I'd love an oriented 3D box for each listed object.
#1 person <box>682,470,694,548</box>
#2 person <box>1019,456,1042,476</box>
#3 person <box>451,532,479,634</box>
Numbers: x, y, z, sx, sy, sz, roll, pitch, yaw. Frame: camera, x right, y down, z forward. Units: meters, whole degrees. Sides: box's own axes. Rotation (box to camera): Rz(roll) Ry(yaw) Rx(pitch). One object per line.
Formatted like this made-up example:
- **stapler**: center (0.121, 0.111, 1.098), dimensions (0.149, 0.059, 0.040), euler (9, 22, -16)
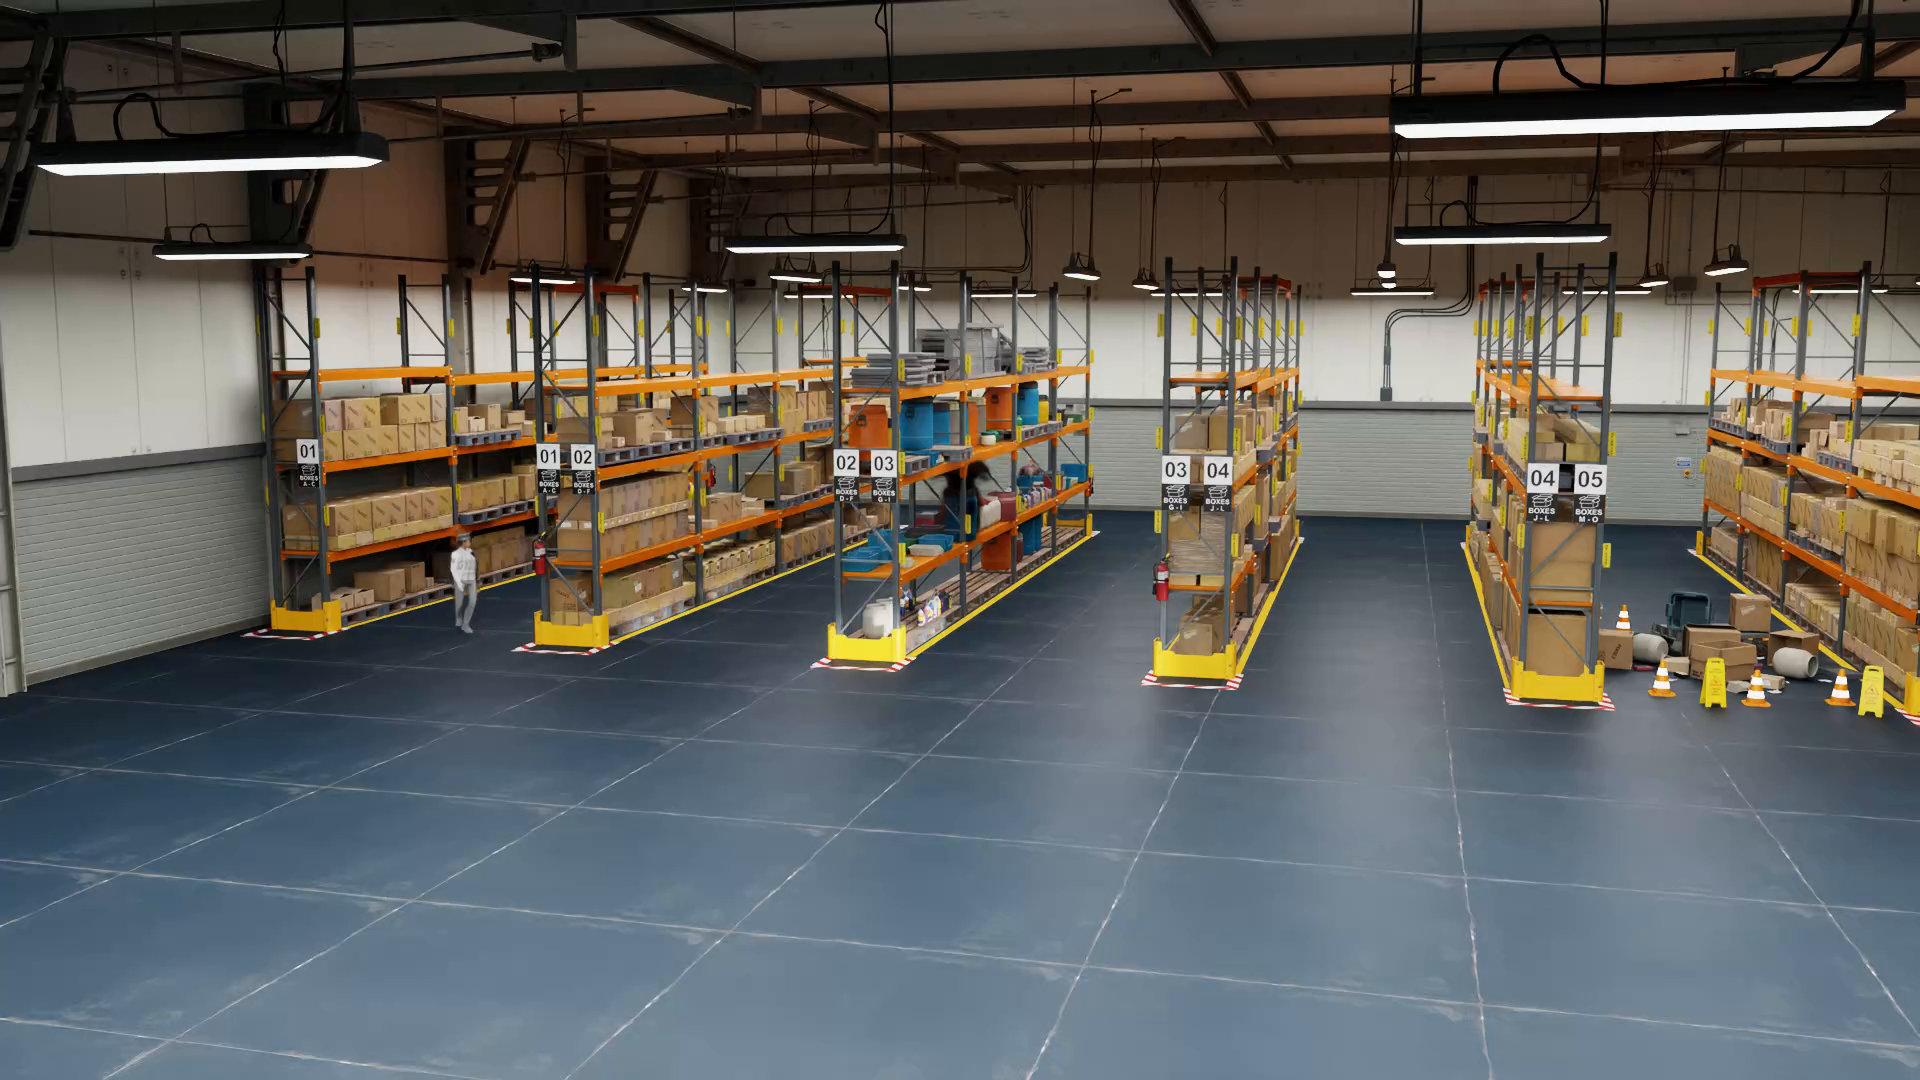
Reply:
- **person**: center (-6.274, -0.724, 38.268), dimensions (0.453, 1.775, 0.590), euler (3, 8, 24)
- **person**: center (1.808, -1.240, 42.860), dimensions (0.684, 1.852, 0.780), euler (2, 7, 12)
- **person**: center (-8.231, 0.707, 27.649), dimensions (0.548, 1.671, 0.605), euler (-7, 10, -42)
